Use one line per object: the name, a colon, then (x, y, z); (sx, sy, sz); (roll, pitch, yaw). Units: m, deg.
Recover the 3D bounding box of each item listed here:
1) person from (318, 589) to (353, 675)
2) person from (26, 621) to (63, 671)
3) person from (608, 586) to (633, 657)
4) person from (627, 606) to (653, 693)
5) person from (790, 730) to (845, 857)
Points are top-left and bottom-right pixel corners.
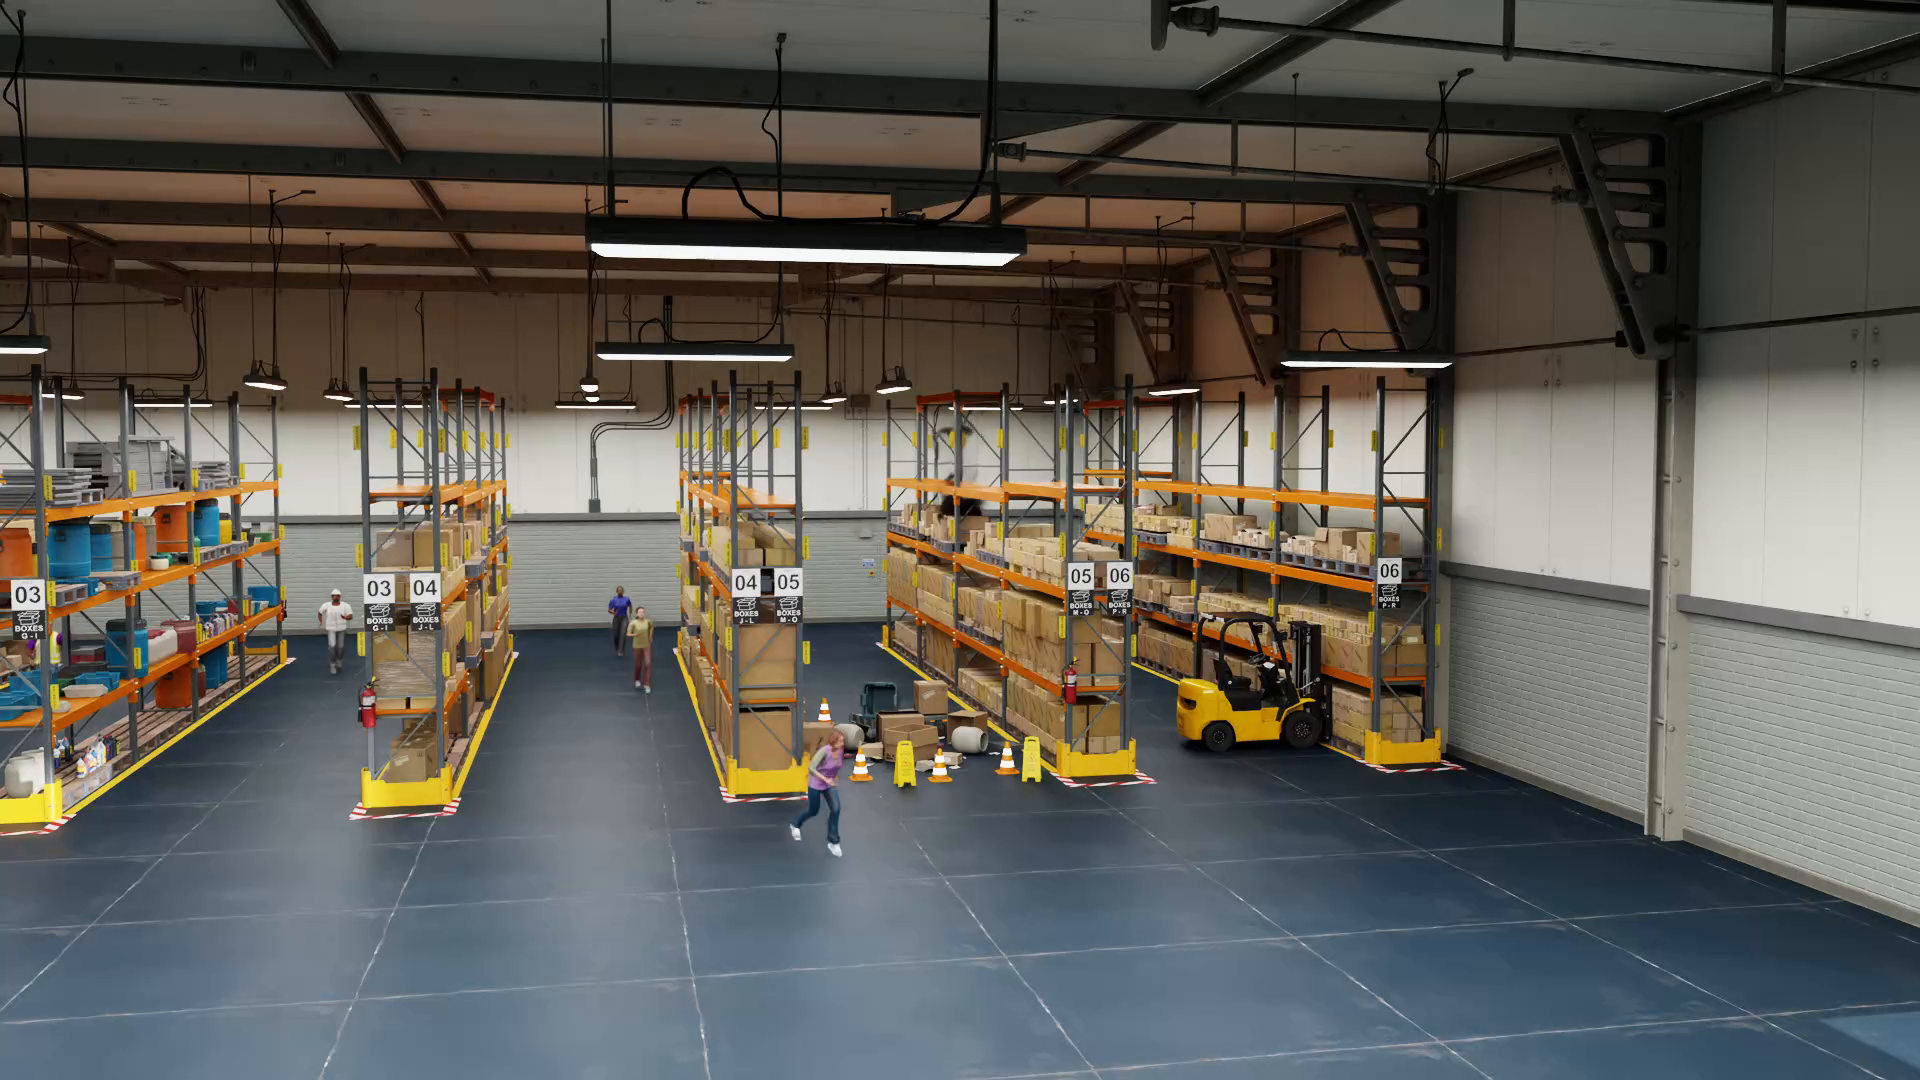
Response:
person: (-13.502, 1.974, 35.987); (0.675, 1.827, 0.795); (-2, 4, -27)
person: (-16.923, 2.303, 30.850); (0.714, 1.733, 0.791); (-1, 4, -19)
person: (-7.902, 1.880, 38.702); (0.577, 1.624, 0.773); (-1, 4, -14)
person: (-6.371, 2.168, 33.209); (0.570, 1.688, 0.904); (-1, 4, -21)
person: (-1.743, 3.050, 20.343); (0.921, 1.545, 0.577); (3, 4, 39)
